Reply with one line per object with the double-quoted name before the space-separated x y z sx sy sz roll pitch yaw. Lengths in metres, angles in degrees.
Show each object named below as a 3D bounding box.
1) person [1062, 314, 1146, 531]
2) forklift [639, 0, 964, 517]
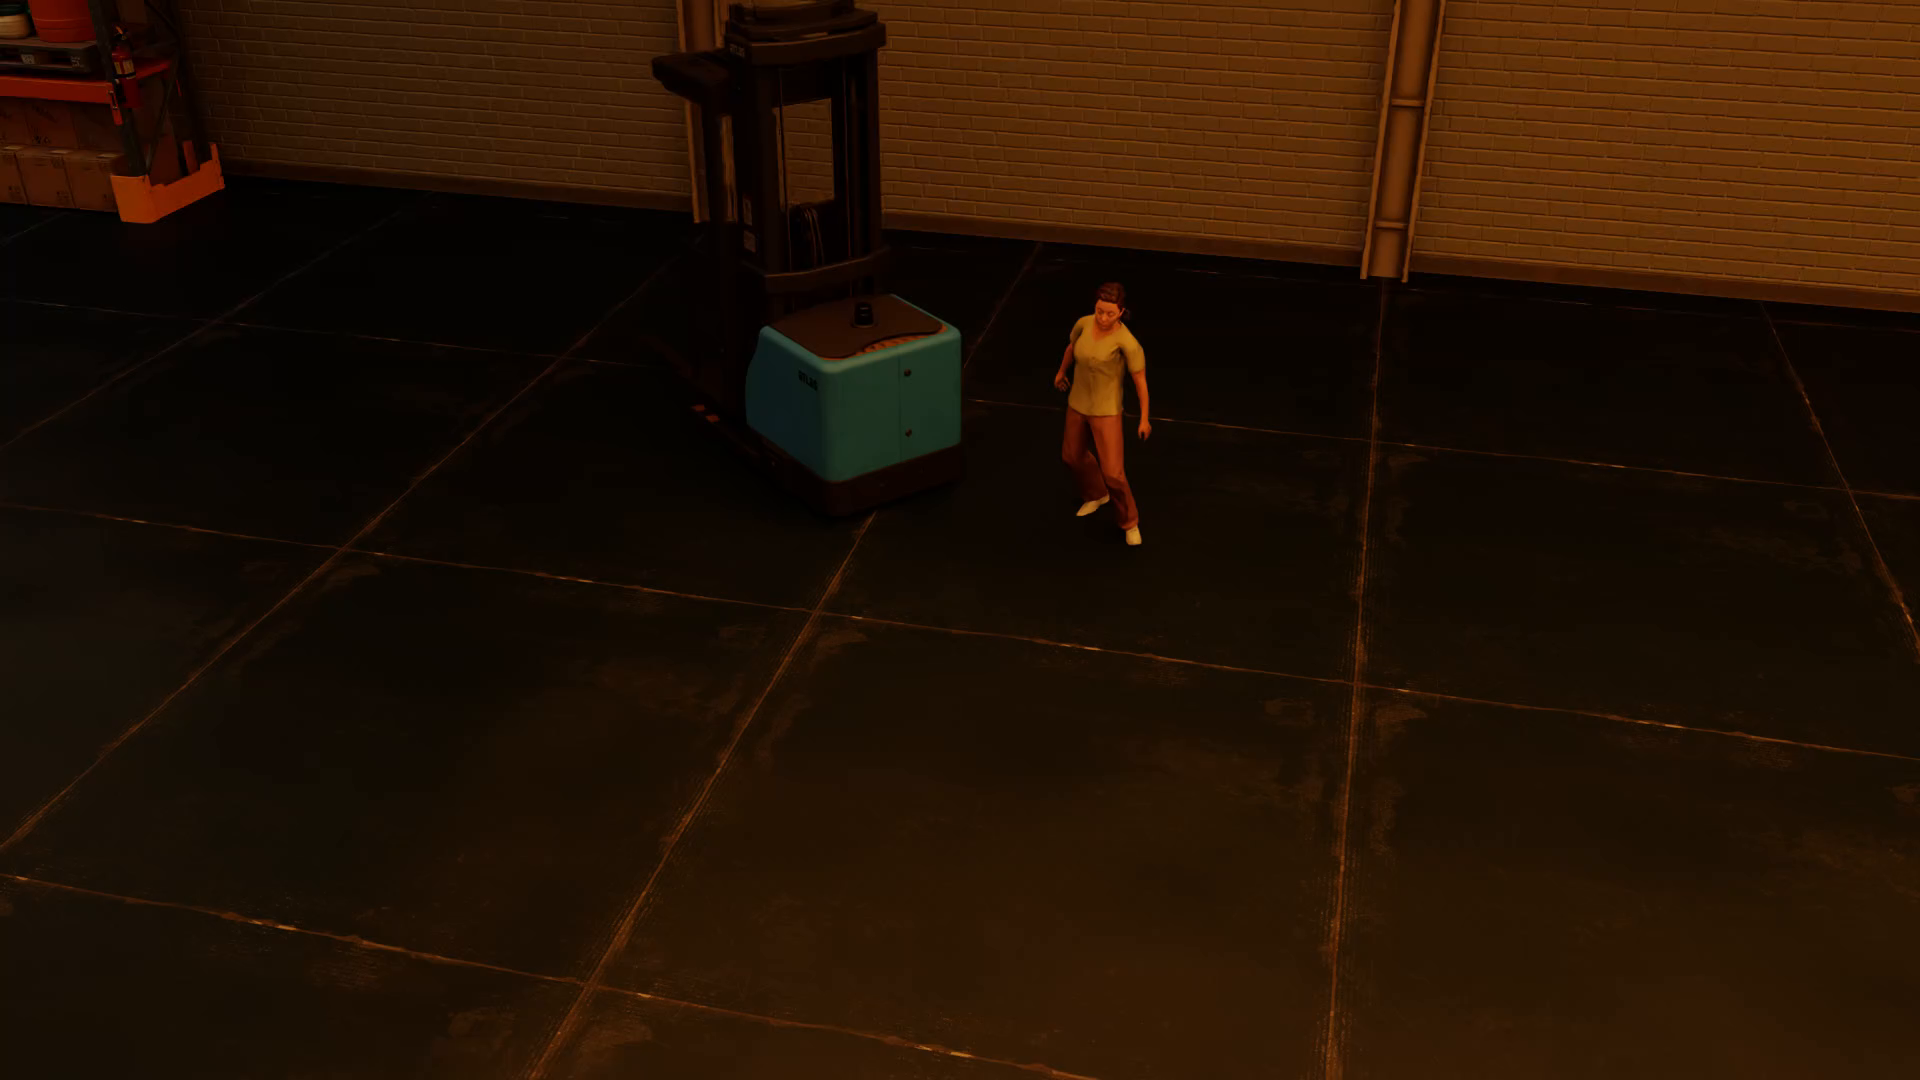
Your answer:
"person" 0.884 -0.730 9.997 0.456 1.328 0.575 -25 38 -37
"forklift" -1.240 -2.092 10.863 1.130 2.935 3.031 -19 35 -30
